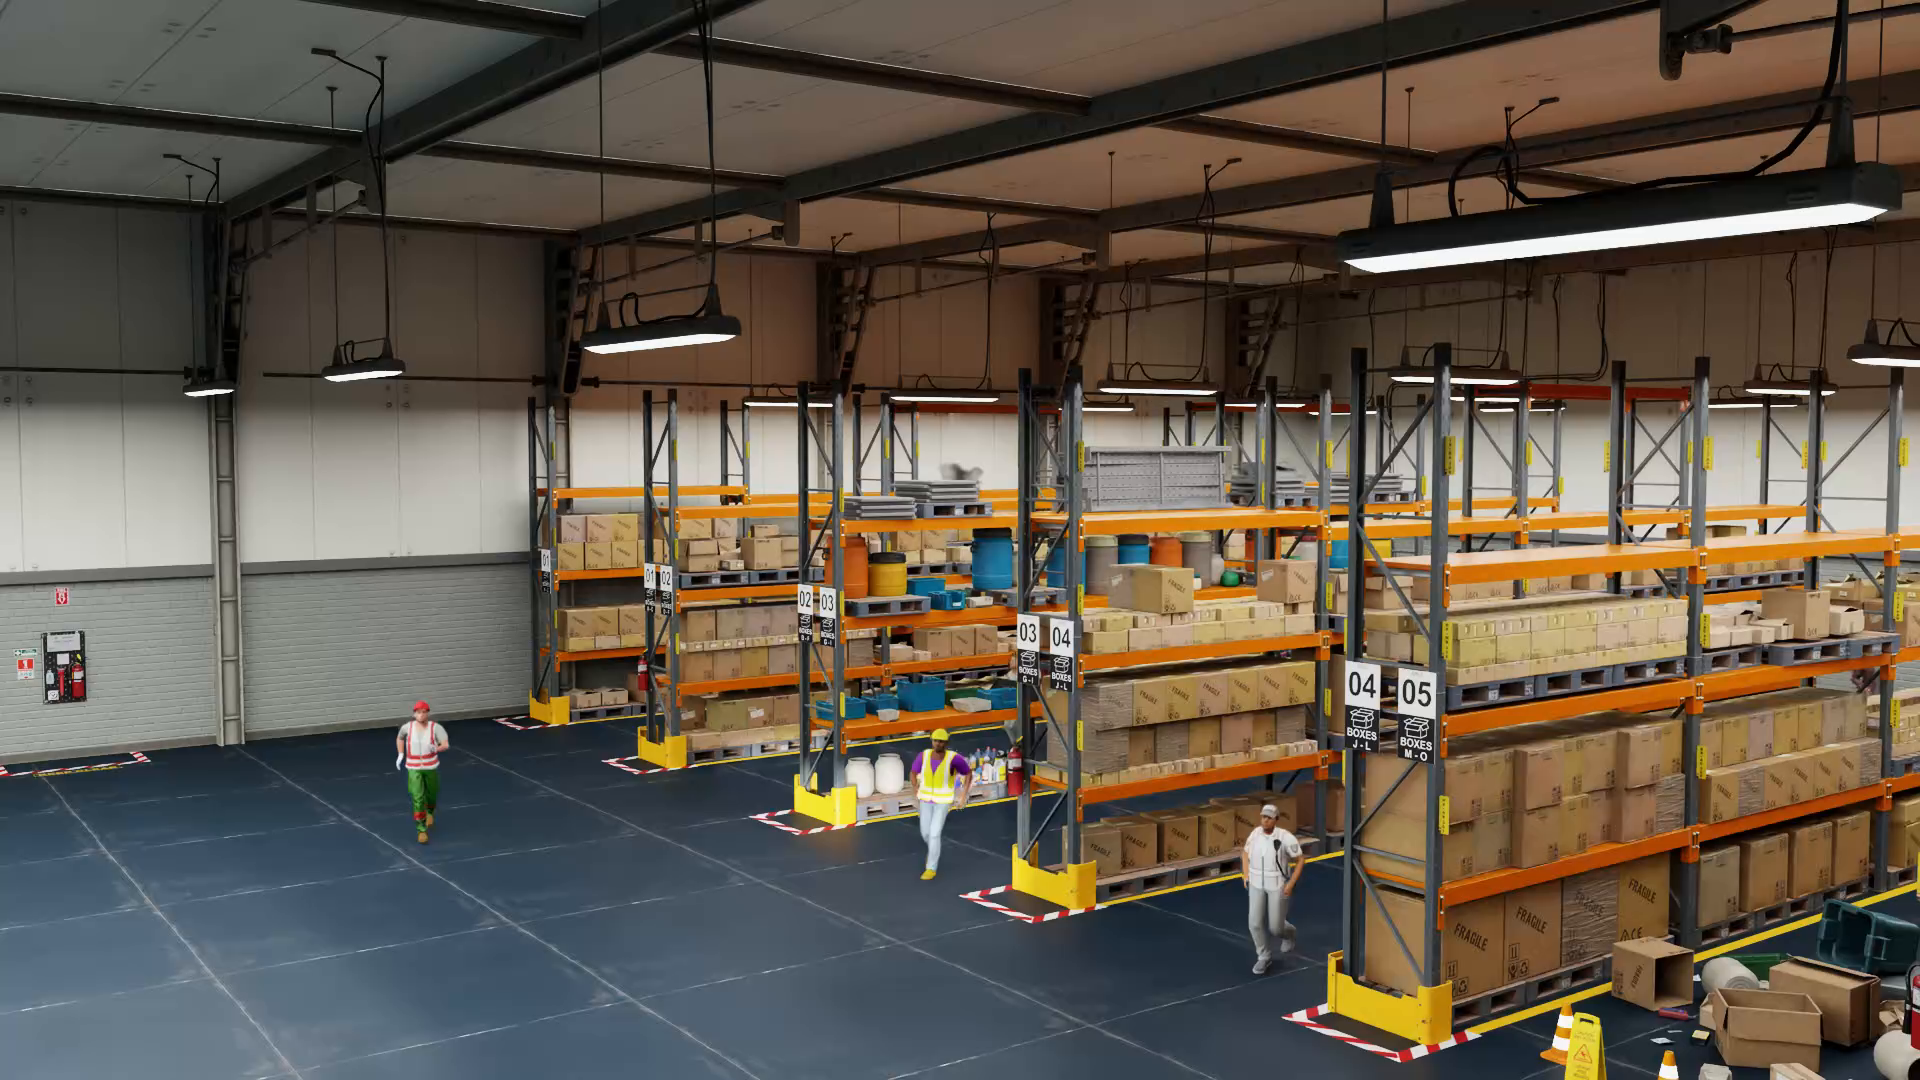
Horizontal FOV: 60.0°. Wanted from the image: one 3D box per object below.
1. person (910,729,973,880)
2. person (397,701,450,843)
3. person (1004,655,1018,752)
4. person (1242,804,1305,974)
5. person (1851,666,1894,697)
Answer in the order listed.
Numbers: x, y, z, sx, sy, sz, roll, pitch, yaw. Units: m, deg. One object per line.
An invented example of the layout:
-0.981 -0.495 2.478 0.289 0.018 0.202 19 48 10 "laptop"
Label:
-0.240 3.107 19.845 0.764 1.754 0.863 1 3 14 "person"
-6.974 2.962 21.609 0.661 1.769 0.993 -1 4 -17 "person"
0.923 2.720 27.615 0.578 1.636 0.601 -3 5 -42 "person"
3.072 3.390 16.342 0.644 1.628 0.605 2 4 31 "person"
15.468 2.638 28.132 0.702 1.706 0.629 0 3 8 "person"
